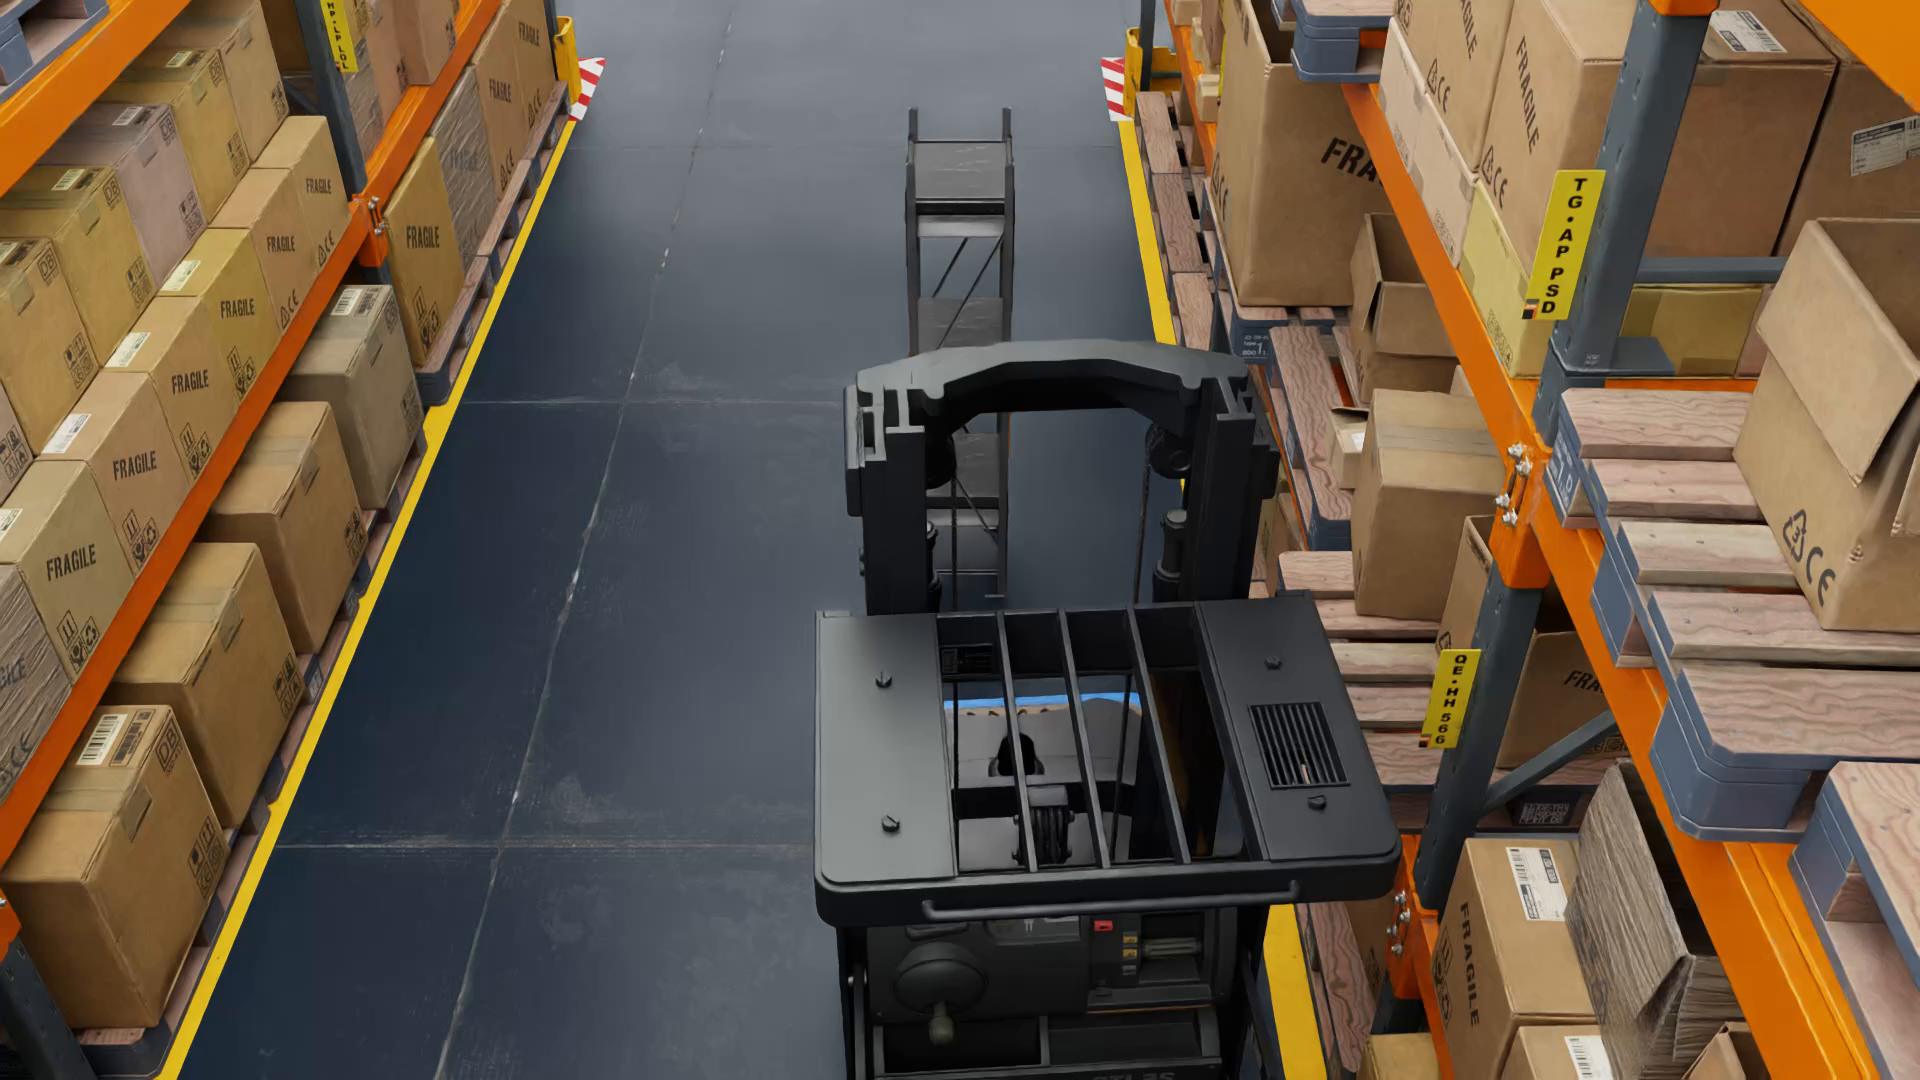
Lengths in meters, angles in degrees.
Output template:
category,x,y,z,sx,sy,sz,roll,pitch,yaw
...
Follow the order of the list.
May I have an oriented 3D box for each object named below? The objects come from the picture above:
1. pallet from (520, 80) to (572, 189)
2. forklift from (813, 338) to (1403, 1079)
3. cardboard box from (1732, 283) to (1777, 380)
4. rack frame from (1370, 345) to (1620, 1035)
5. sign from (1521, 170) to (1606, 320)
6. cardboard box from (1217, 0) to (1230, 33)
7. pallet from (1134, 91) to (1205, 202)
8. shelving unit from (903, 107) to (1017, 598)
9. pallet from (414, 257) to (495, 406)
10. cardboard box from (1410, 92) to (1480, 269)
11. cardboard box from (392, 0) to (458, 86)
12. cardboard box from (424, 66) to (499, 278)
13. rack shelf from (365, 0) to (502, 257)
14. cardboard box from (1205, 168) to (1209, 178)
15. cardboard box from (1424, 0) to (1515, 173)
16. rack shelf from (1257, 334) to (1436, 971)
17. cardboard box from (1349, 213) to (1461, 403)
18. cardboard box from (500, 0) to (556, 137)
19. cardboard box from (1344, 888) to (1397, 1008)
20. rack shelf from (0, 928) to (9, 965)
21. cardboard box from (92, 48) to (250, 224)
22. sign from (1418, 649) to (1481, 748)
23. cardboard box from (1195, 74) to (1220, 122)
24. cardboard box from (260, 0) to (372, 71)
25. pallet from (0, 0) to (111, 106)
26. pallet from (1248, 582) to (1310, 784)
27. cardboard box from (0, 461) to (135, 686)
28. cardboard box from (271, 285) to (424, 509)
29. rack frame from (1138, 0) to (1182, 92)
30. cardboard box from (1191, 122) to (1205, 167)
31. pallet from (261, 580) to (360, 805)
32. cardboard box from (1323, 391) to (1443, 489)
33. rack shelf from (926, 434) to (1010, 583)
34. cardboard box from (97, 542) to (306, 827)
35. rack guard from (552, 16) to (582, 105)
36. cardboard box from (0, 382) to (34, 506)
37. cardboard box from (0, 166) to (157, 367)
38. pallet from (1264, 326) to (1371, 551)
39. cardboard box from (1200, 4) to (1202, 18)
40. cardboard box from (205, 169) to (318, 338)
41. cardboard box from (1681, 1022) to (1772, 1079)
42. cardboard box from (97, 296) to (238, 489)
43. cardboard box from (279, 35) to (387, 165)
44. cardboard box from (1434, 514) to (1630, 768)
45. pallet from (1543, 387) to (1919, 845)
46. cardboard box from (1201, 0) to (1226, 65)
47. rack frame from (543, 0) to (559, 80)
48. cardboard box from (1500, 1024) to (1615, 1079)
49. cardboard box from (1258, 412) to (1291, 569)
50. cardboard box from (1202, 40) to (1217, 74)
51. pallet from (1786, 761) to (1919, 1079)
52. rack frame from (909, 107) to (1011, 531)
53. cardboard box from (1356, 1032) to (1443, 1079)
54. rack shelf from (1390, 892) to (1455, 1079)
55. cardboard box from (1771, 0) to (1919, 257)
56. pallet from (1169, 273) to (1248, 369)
category,x,y,z,sx,sy,sz,roll,pitch,yaw
pallet,-3.166,-2.674,10.918,1.003,0.211,1.213,0,39,0
forklift,0.249,1.121,4.007,1.130,2.935,3.031,-2,39,-3
cardboard box,1.978,-0.606,3.829,0.500,0.250,0.500,1,39,1
rack frame,1.724,0.800,4.353,1.000,3.000,0.127,0,39,0
sign,1.182,-0.573,3.254,0.100,0.325,0.005,0,39,0
cardboard box,1.444,-2.528,7.388,0.500,0.500,0.500,0,39,0
pallet,1.681,-2.559,10.774,1.003,0.211,1.213,0,39,0
shelving unit,0.000,-0.716,6.964,0.431,2.100,0.503,0,39,0
pallet,-3.163,-1.148,9.014,1.003,0.211,1.213,0,39,0
cardboard box,1.464,-0.919,4.220,0.500,0.250,0.500,0,39,0
cardboard box,-3.159,-2.732,8.640,0.875,0.550,0.550,0,39,0
cardboard box,-3.176,-2.053,9.276,0.875,0.875,0.875,0,39,0
rack shelf,-3.243,-2.731,9.334,1.077,0.370,4.000,0,39,0
cardboard box,1.672,-1.886,9.368,0.500,0.500,0.500,-3,39,-4
cardboard box,1.462,-1.223,4.000,0.500,0.500,0.500,0,39,0
rack shelf,1.722,-0.170,6.139,1.077,0.370,4.000,0,39,0
cardboard box,1.814,-0.822,5.958,0.797,0.503,0.637,4,39,5
cardboard box,-3.178,-3.173,10.674,0.875,0.875,0.875,0,39,0
cardboard box,1.704,1.185,5.520,0.700,0.500,0.500,-2,39,-2
rack shelf,-3.233,2.272,3.092,1.077,0.370,4.000,0,39,0
cardboard box,-3.231,-1.558,6.416,0.700,0.500,0.500,-1,39,-1
sign,1.182,0.385,4.008,0.100,0.325,0.005,0,39,0
cardboard box,1.383,-2.207,8.306,0.380,0.149,0.250,0,39,0
cardboard box,-3.206,-2.472,7.452,0.875,0.550,0.550,0,39,0
pallet,-3.294,-1.458,4.923,1.003,0.211,1.213,2,39,2
pallet,1.726,0.639,6.784,1.003,0.211,1.213,0,39,0
cardboard box,-2.970,0.103,5.143,0.500,0.500,0.500,0,39,0
cardboard box,-3.150,-0.659,7.637,1.050,0.750,0.750,0,39,0
rack frame,1.715,-4.203,10.596,1.000,3.000,0.127,0,39,0
cardboard box,1.734,-2.627,10.292,0.500,0.500,0.500,10,40,12
pallet,-3.160,0.574,6.864,1.003,0.211,1.213,0,39,0
cardboard box,1.452,-0.354,5.565,0.396,0.266,0.258,-1,39,-1
rack shelf,0.000,-0.159,7.410,0.431,0.518,0.480,0,39,0
cardboard box,-3.151,0.527,6.157,1.050,0.750,0.750,1,39,1
rack guard,-3.245,-3.302,11.471,1.175,0.500,0.348,0,39,0
cardboard box,-3.228,-0.286,4.828,0.700,0.500,0.500,-1,39,-1
cardboard box,-3.232,-0.926,5.628,0.700,0.500,0.500,0,39,0
pallet,1.681,-0.363,5.958,1.003,0.211,1.213,0,39,0
cardboard box,1.515,-2.832,9.086,0.380,0.149,0.250,0,39,0
cardboard box,-2.972,-1.158,6.716,0.500,0.500,0.500,0,39,-1
cardboard box,1.707,1.234,2.929,0.797,0.503,0.637,1,39,1
cardboard box,-2.968,-0.524,5.926,0.500,0.500,0.500,0,39,-1
cardboard box,-3.253,-2.050,7.790,0.875,0.550,0.550,0,39,0
cardboard box,1.684,0.260,4.612,0.500,0.500,0.500,-5,39,-6
pallet,1.778,0.106,2.972,1.213,0.211,1.003,2,39,2
cardboard box,1.714,-2.763,8.482,0.875,0.500,0.500,0,39,0
rack frame,-3.245,-4.262,10.670,1.000,3.000,0.127,0,39,0
cardboard box,1.456,1.388,3.540,0.500,0.500,0.500,-1,39,-1
cardboard box,1.681,-0.215,7.267,0.700,0.500,0.500,0,39,0
cardboard box,1.474,-2.519,8.696,0.380,0.149,0.250,0,39,0
pallet,1.782,0.805,2.099,1.003,0.211,1.213,2,39,2
rack frame,0.000,-0.868,7.155,0.400,2.100,0.015,0,39,0
cardboard box,1.704,1.897,4.348,1.225,0.875,0.875,-2,39,-2
rack shelf,1.727,2.331,3.017,1.077,0.370,4.000,0,39,0
cardboard box,1.981,-0.899,3.594,0.500,0.500,0.500,0,39,0
pallet,1.684,-1.033,8.870,1.003,0.211,1.213,0,39,0
